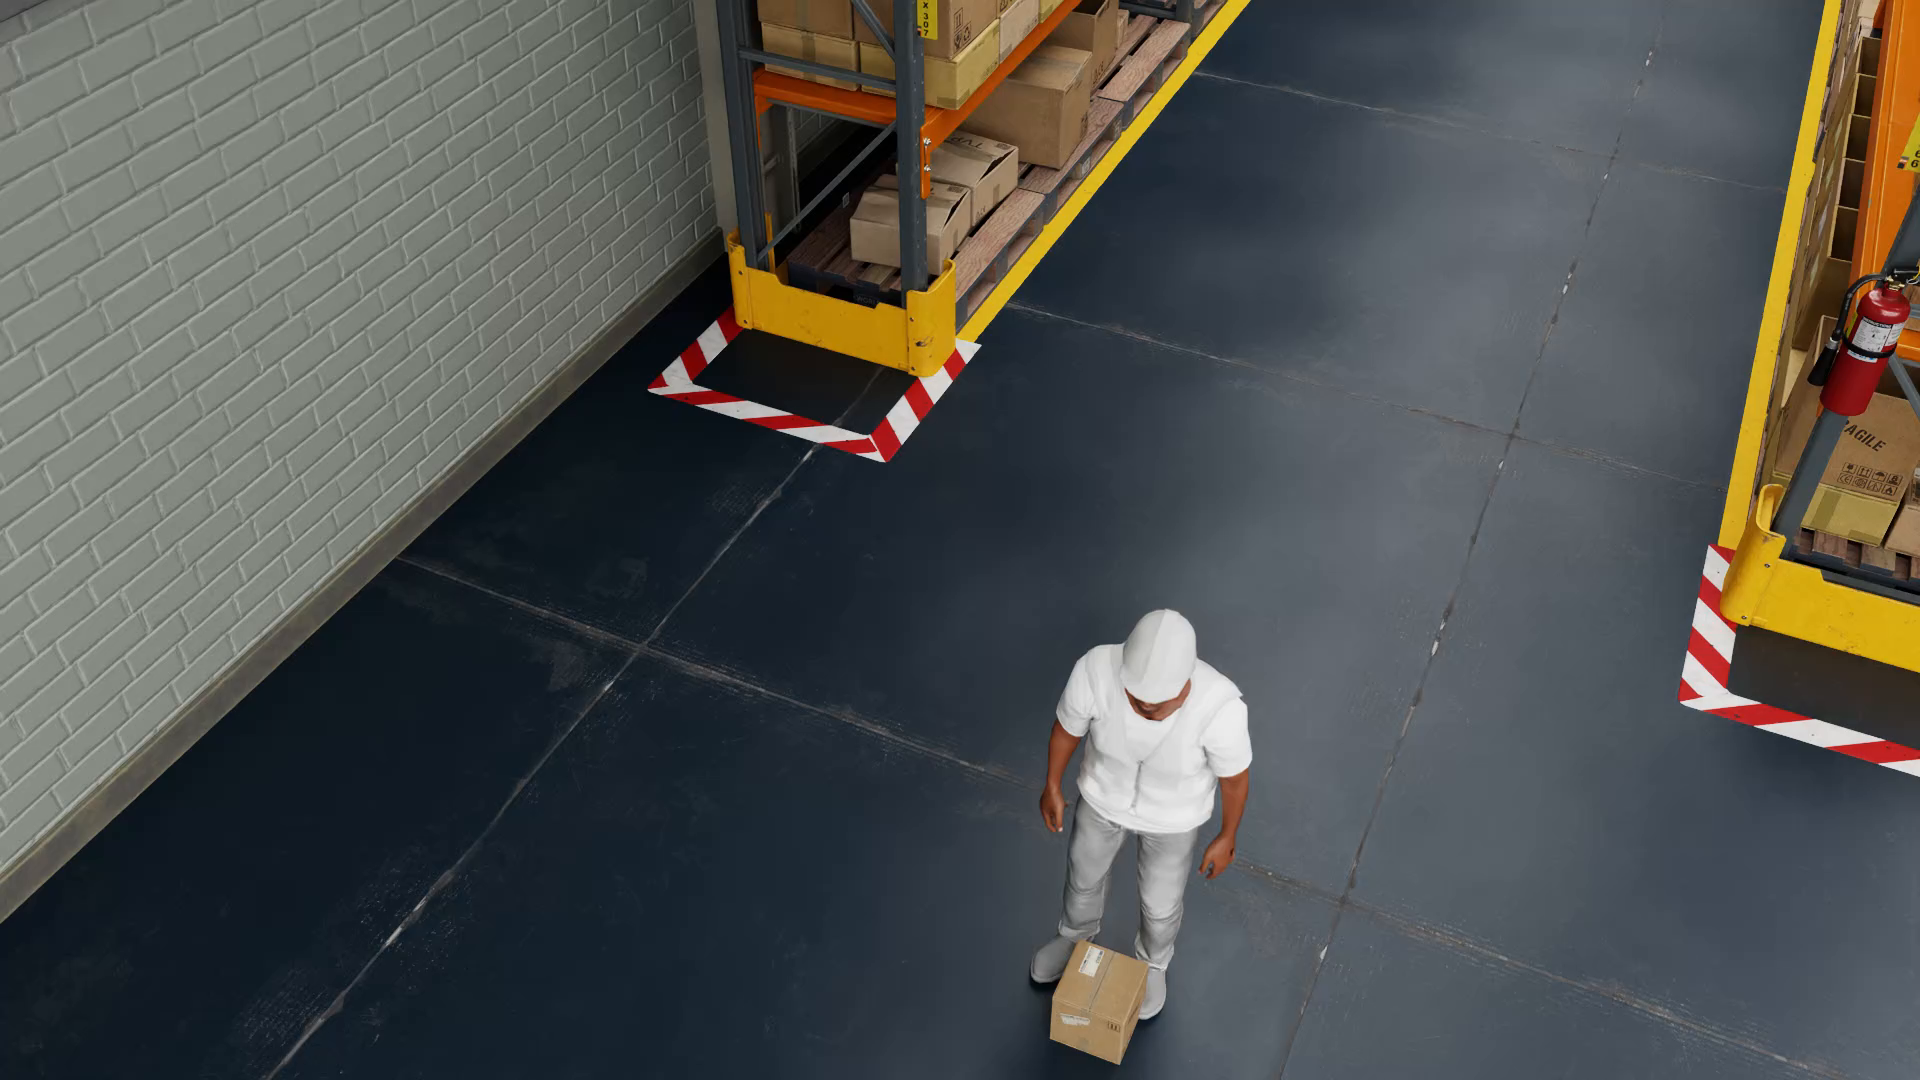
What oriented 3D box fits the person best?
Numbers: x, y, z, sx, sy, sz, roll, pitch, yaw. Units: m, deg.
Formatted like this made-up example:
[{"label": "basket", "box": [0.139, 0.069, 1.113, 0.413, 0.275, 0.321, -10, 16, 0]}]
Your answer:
[{"label": "person", "box": [0.561, 0.842, 5.202, 0.635, 1.760, 0.455, 15, 44, 16]}]
